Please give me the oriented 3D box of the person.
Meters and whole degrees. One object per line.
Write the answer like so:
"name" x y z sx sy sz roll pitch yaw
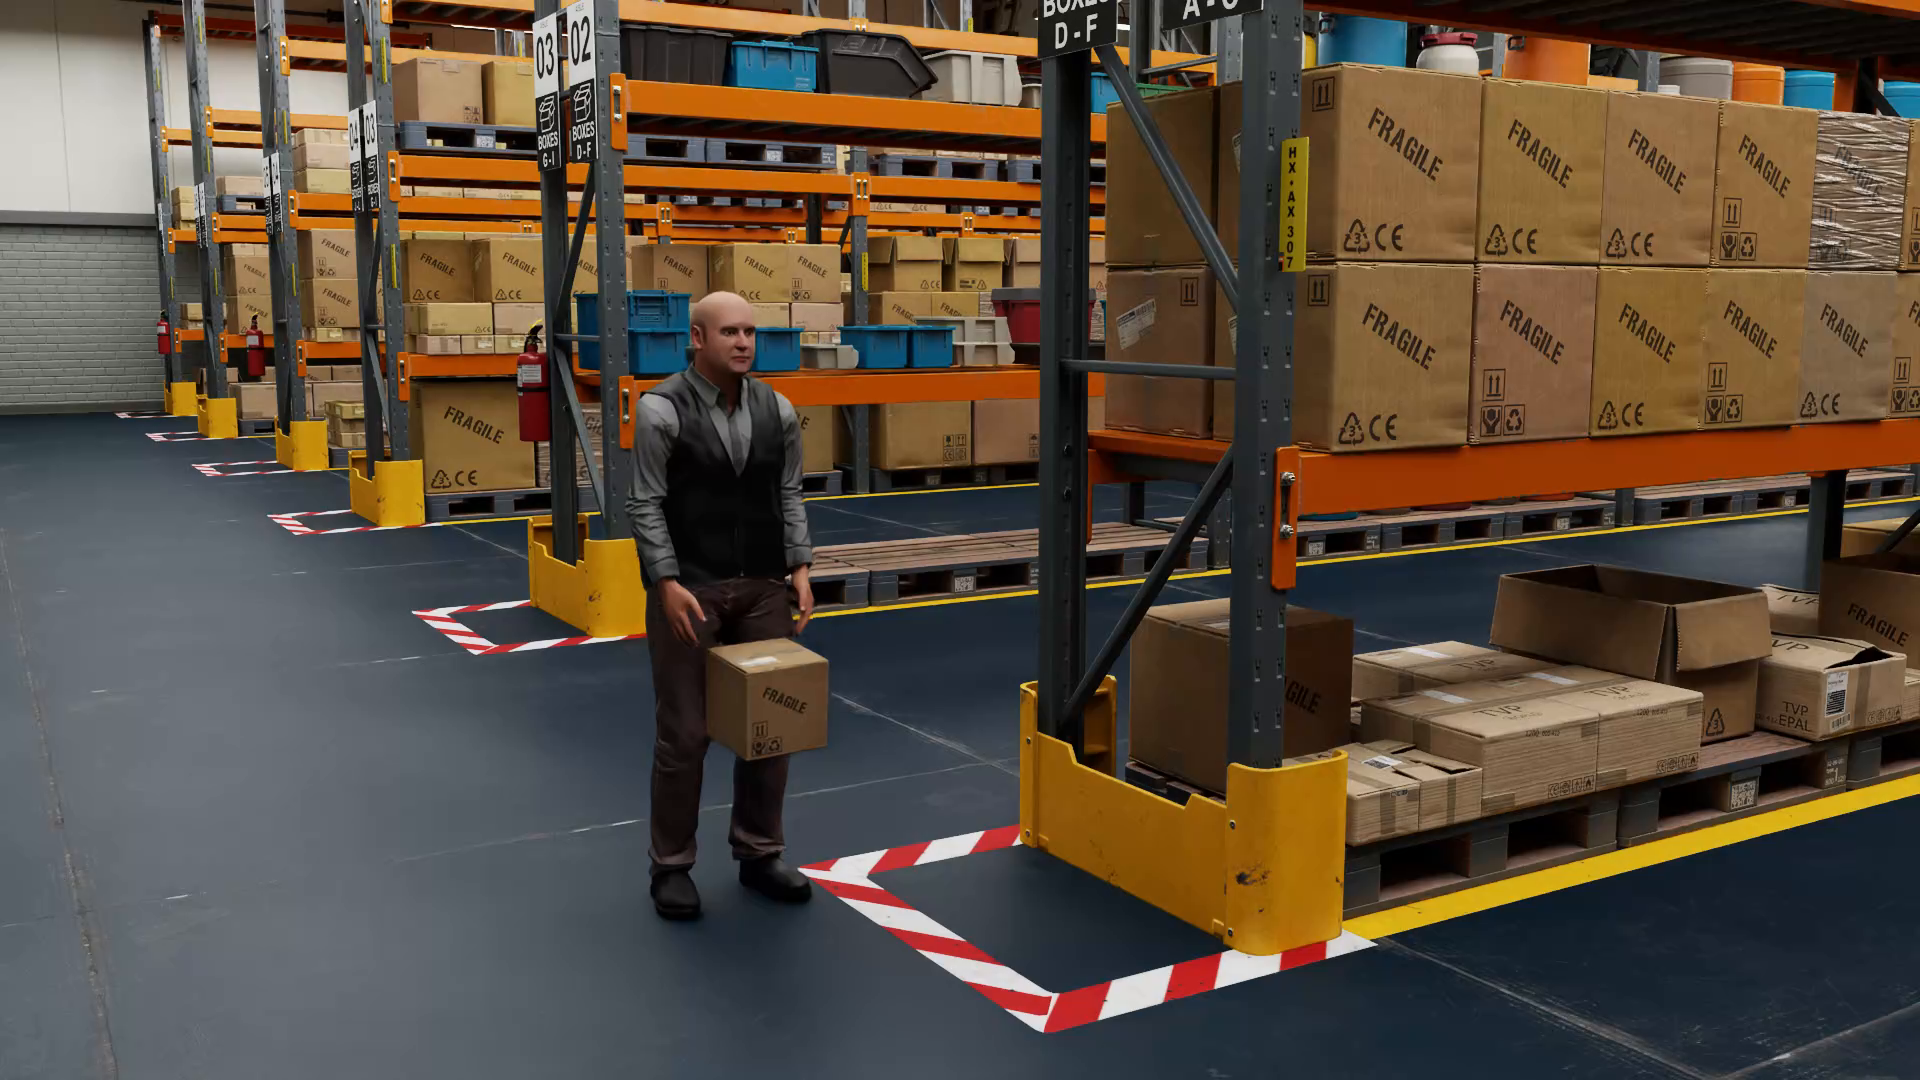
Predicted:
"person" -0.672 0.163 4.744 0.556 1.726 0.471 -6 10 -34
